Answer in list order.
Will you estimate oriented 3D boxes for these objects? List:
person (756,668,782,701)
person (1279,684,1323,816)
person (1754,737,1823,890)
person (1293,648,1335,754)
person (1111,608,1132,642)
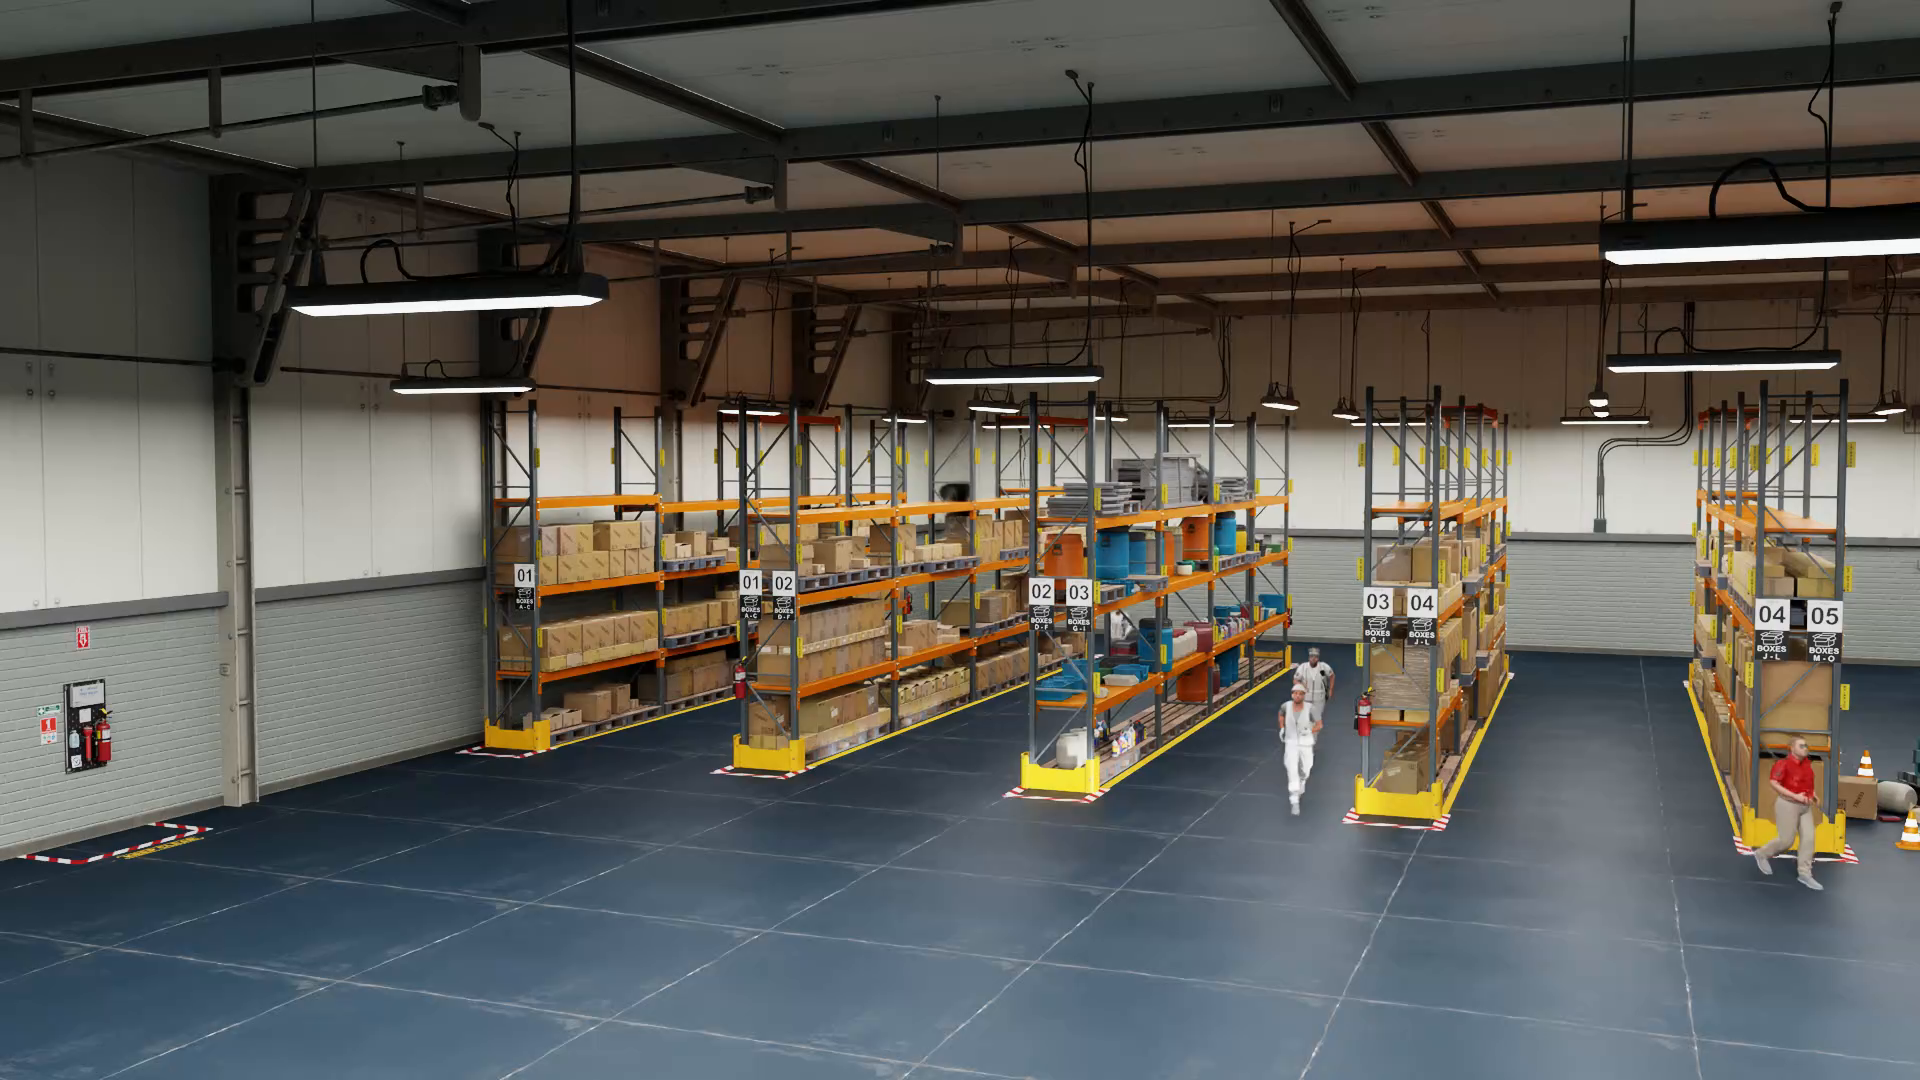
[{"bbox_3d":[-3.363,2.668,29.906,0.711,1.735,0.636,1,3,16],"label":"person"},{"bbox_3d":[4.862,2.946,23.742,0.613,1.810,1.141,0,3,10],"label":"person"},{"bbox_3d":[9.817,3.178,19.615,0.688,1.737,0.842,-1,3,-21],"label":"person"},{"bbox_3d":[6.054,2.718,28.483,0.686,1.787,1.024,1,3,17],"label":"person"},{"bbox_3d":[3.430,2.135,36.223,0.607,1.651,0.893,1,3,18],"label":"person"}]
